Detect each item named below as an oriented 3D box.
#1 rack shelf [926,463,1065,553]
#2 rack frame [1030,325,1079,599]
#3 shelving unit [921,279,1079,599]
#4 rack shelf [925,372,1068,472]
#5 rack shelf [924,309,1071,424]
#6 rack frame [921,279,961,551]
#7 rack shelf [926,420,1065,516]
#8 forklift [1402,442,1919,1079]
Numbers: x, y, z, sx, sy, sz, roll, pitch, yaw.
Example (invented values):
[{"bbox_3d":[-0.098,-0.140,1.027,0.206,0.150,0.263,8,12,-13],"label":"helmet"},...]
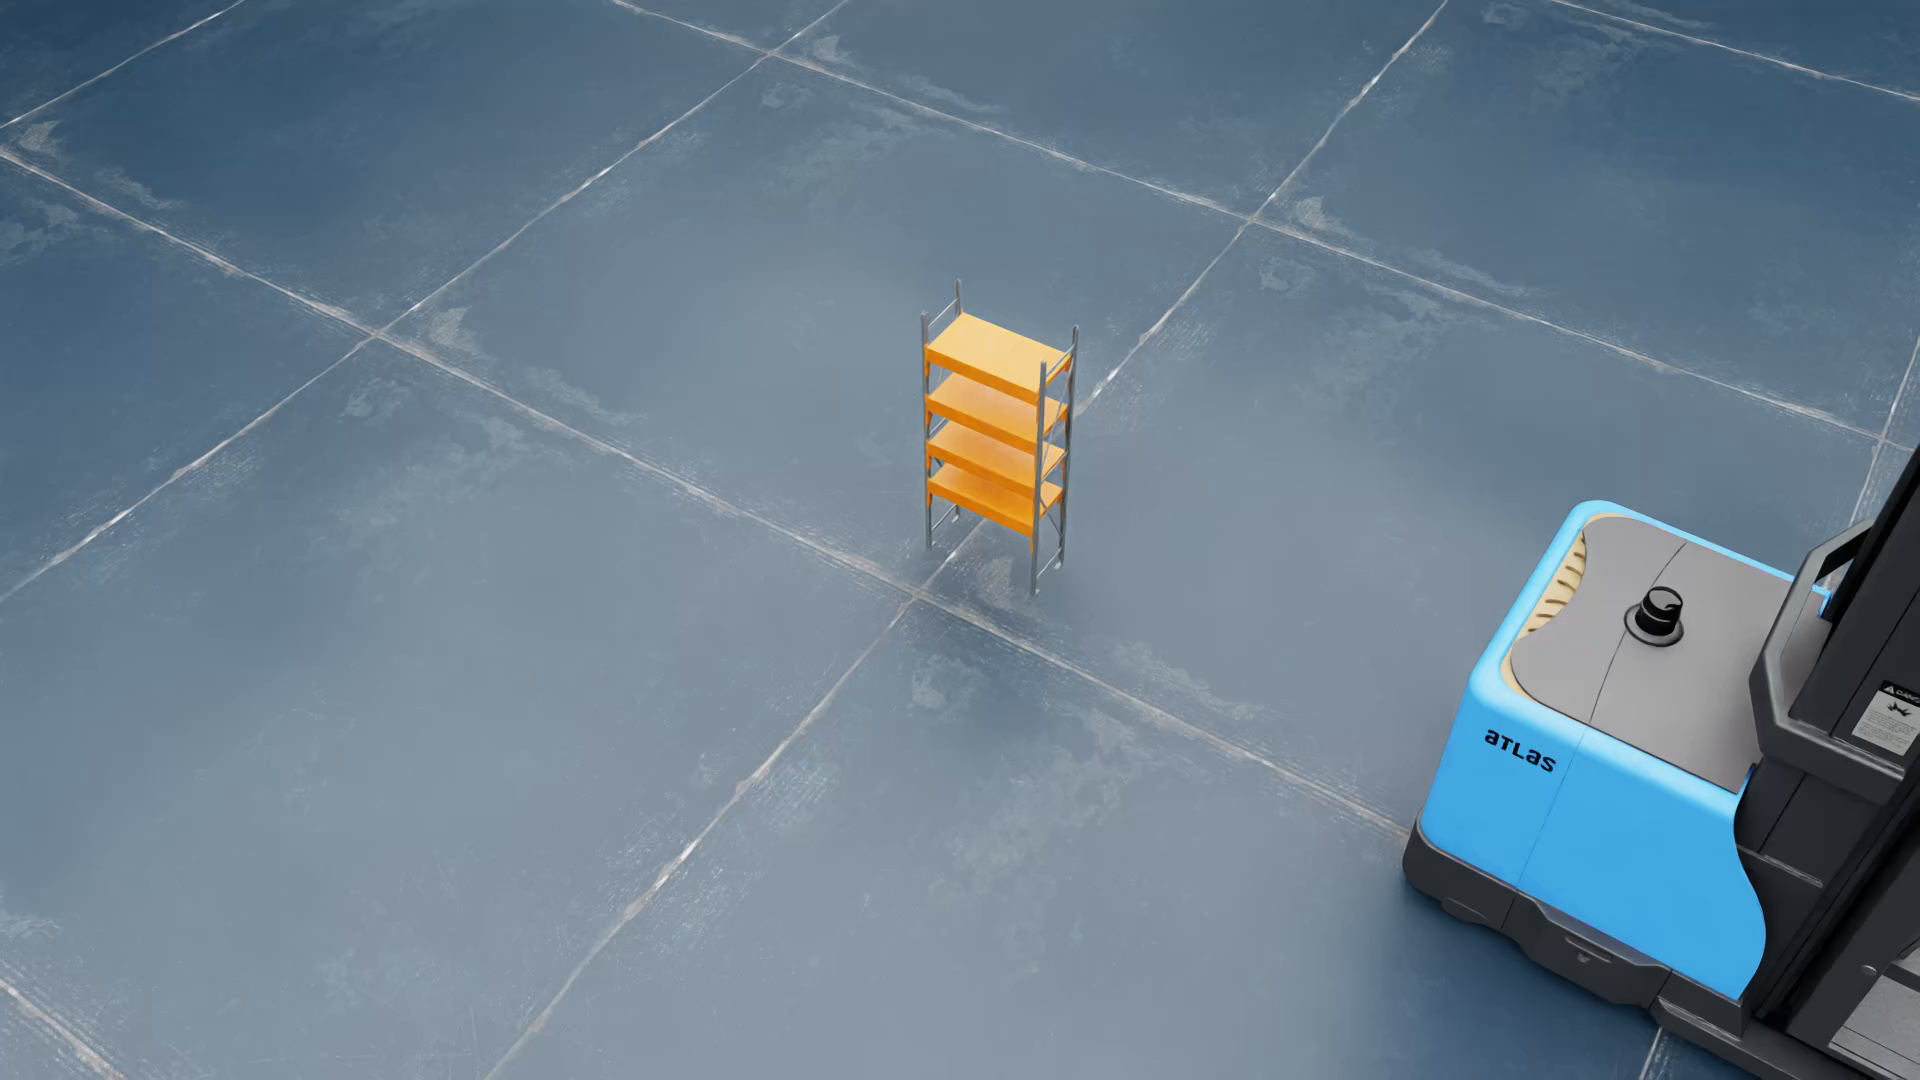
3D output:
[{"bbox_3d":[0.139,-0.169,6.448,0.480,0.148,0.258,25,51,22],"label":"rack shelf"},{"bbox_3d":[0.345,-0.260,6.166,0.015,1.200,0.240,25,51,22],"label":"rack frame"},{"bbox_3d":[0.139,-0.354,6.257,0.503,1.200,0.258,25,51,22],"label":"shelving unit"},{"bbox_3d":[0.139,-0.463,6.145,0.480,0.148,0.258,25,51,22],"label":"rack shelf"},{"bbox_3d":[0.139,-0.628,5.976,0.480,0.148,0.258,25,51,22],"label":"rack shelf"},{"bbox_3d":[-0.066,-0.449,6.349,0.015,1.200,0.240,25,51,22],"label":"rack frame"},{"bbox_3d":[0.139,-0.307,6.306,0.480,0.148,0.258,25,51,22],"label":"rack shelf"},{"bbox_3d":[2.987,0.458,4.261,3.031,2.935,1.130,26,51,23],"label":"forklift"}]
